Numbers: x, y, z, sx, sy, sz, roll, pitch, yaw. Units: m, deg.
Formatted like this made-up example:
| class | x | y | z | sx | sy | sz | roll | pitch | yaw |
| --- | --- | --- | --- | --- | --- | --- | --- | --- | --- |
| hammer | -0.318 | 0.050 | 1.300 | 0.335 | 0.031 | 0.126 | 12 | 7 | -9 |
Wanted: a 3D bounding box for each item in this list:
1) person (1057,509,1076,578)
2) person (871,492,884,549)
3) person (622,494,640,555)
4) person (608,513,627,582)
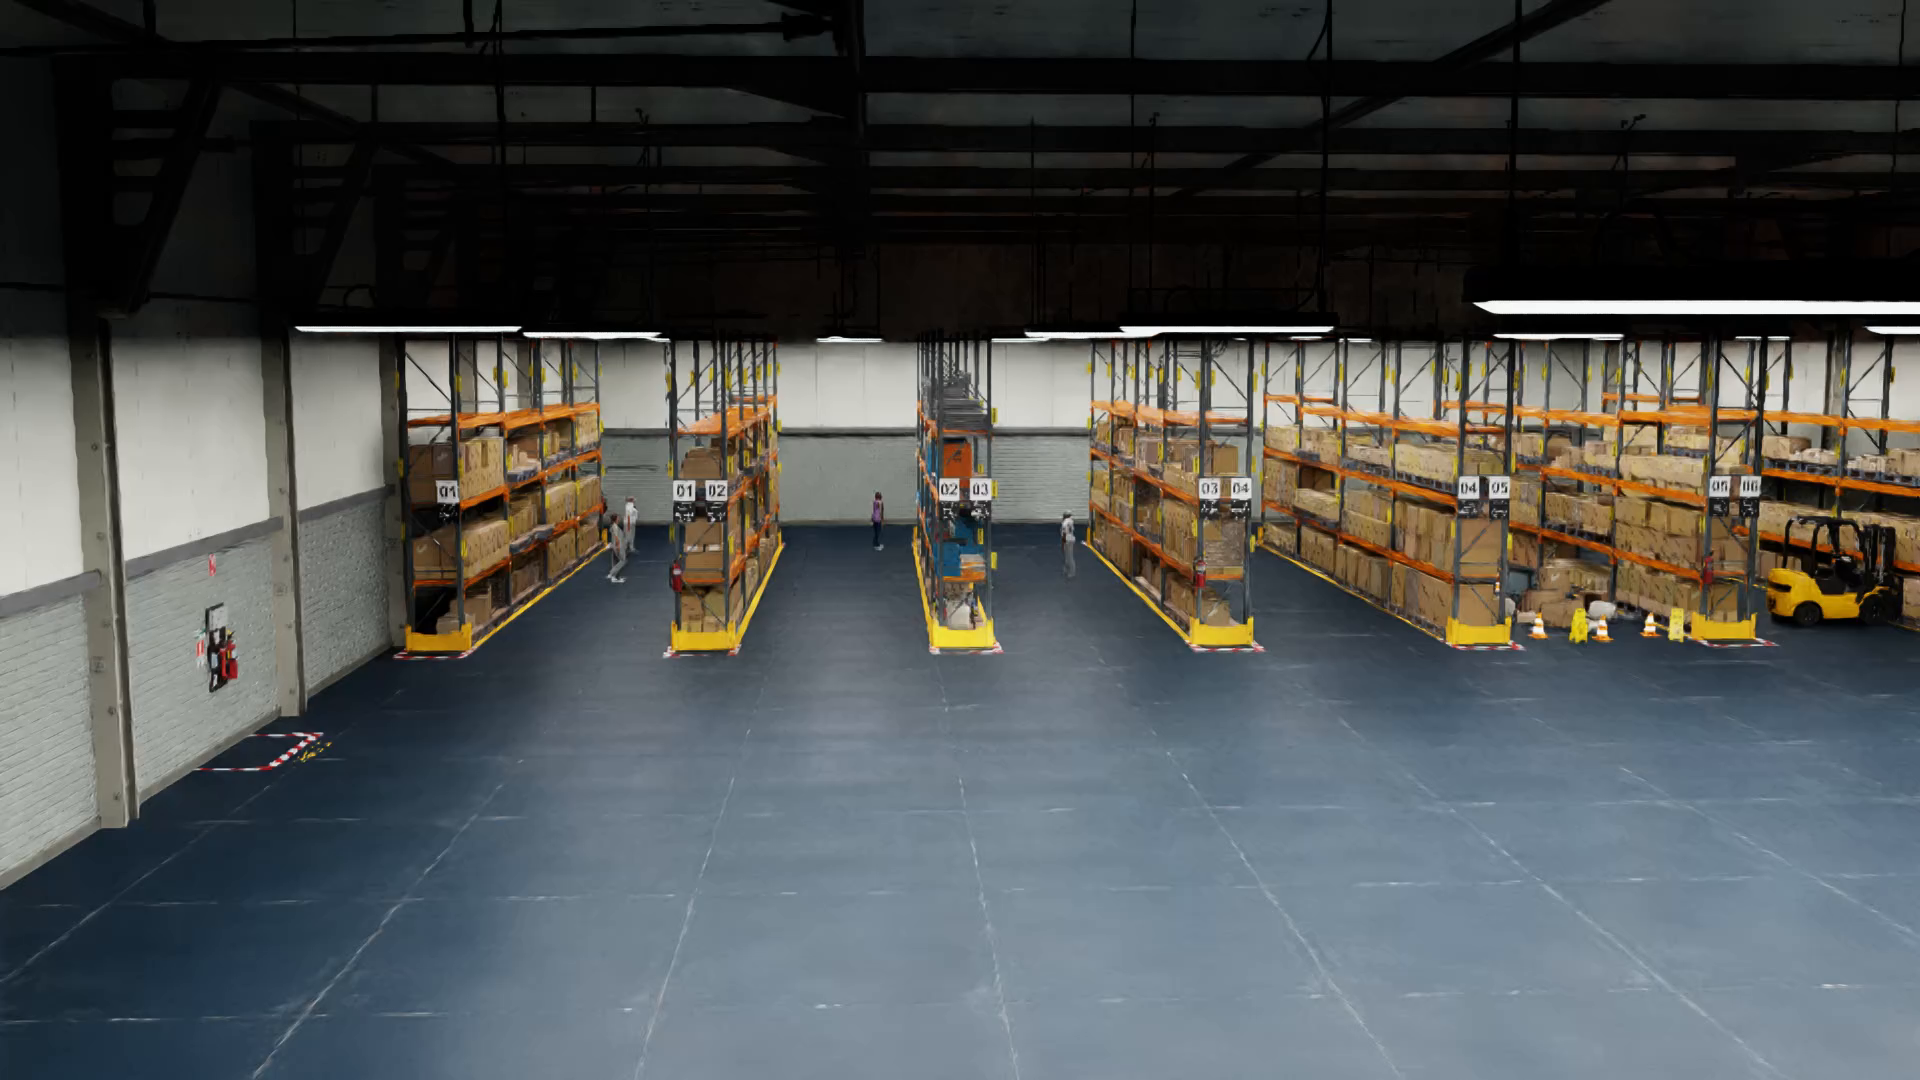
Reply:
| class | x | y | z | sx | sy | sz | roll | pitch | yaw |
| --- | --- | --- | --- | --- | --- | --- | --- | --- | --- |
| person | 2.622 | 0.070 | 40.867 | 0.562 | 1.663 | 0.587 | 3 | 7 | 21 |
| person | -2.267 | -0.558 | 46.461 | 0.419 | 1.603 | 0.504 | -4 | 8 | -31 |
| person | -9.004 | -0.440 | 45.310 | 0.493 | 1.657 | 0.676 | -1 | 7 | -8 |
| person | -8.265 | 0.194 | 39.907 | 0.435 | 1.671 | 0.492 | -3 | 8 | -27 |
